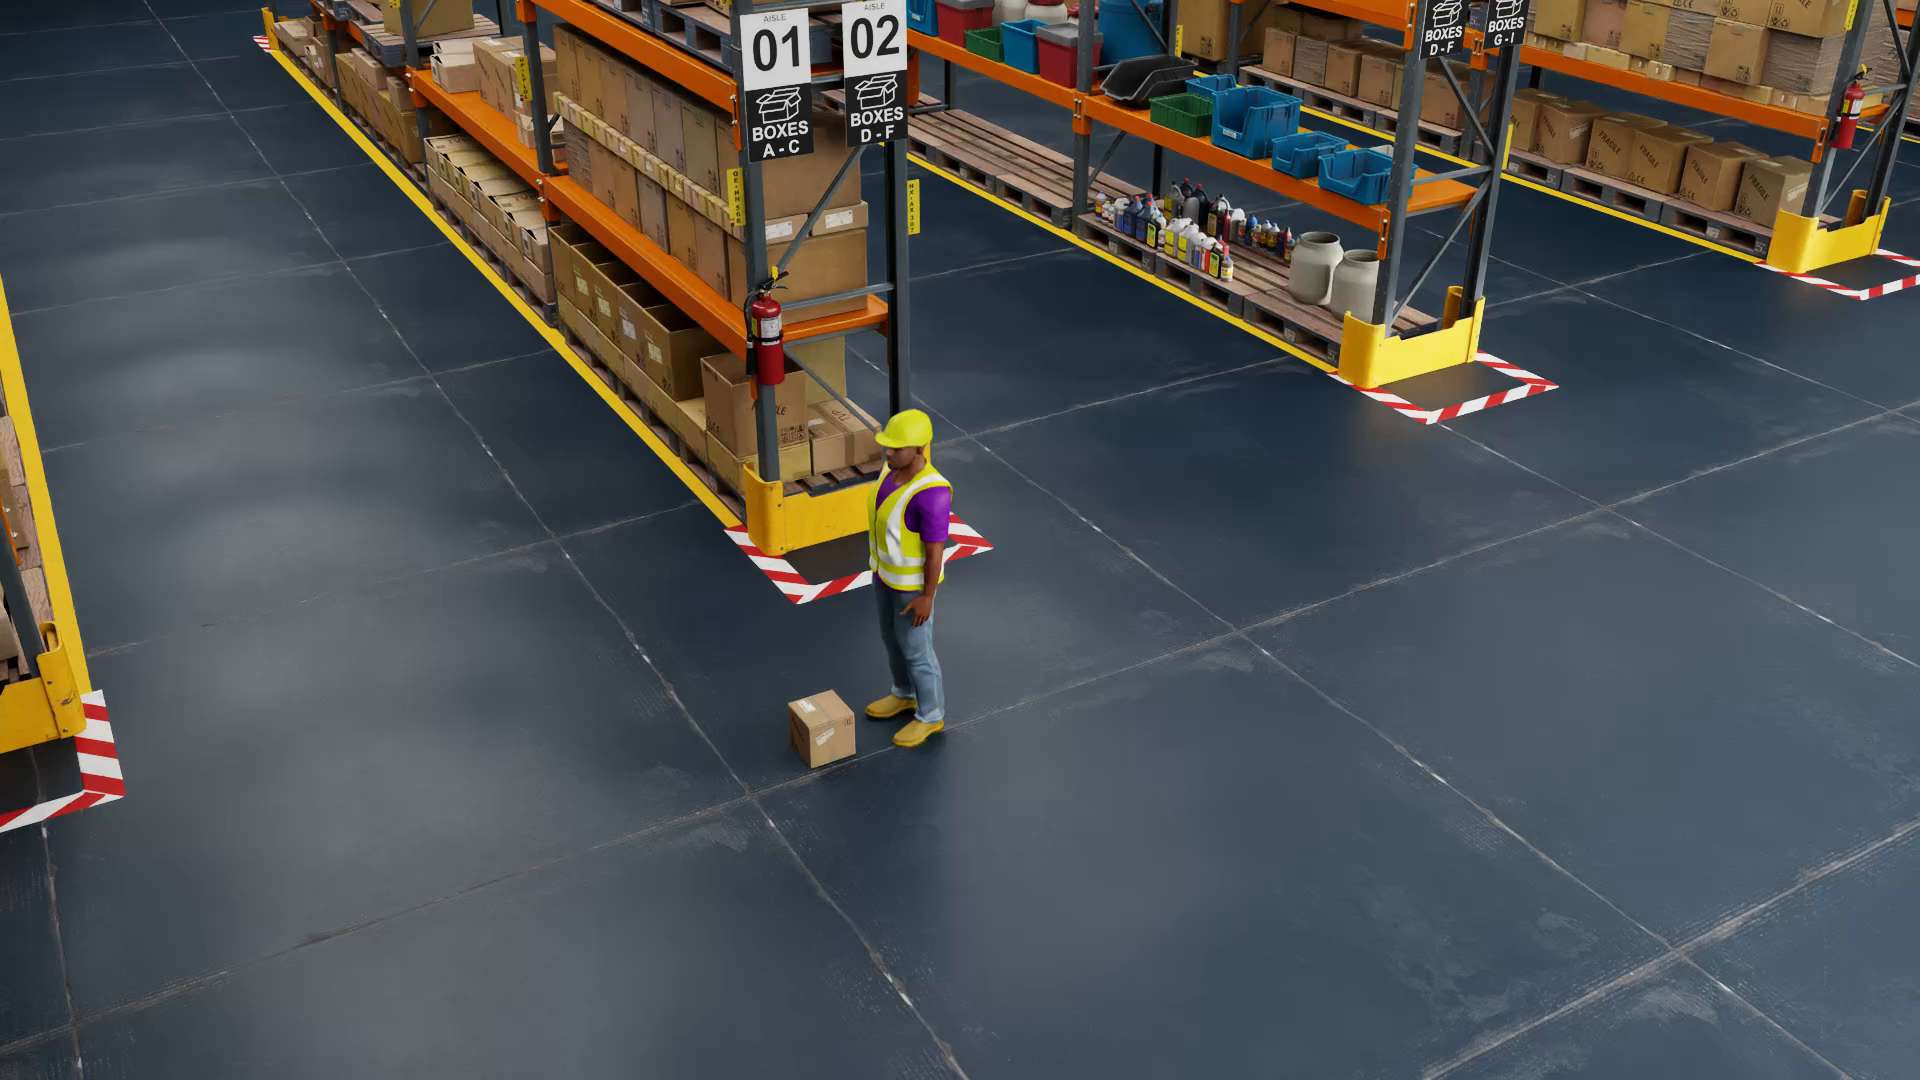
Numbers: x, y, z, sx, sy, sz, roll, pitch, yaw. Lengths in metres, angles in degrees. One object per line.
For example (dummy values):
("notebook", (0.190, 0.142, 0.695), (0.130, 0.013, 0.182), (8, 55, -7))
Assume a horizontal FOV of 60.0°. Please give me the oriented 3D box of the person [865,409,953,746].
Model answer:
("person", (-0.264, 0.177, 8.224), (0.357, 1.767, 0.564), (-15, 32, -25))
